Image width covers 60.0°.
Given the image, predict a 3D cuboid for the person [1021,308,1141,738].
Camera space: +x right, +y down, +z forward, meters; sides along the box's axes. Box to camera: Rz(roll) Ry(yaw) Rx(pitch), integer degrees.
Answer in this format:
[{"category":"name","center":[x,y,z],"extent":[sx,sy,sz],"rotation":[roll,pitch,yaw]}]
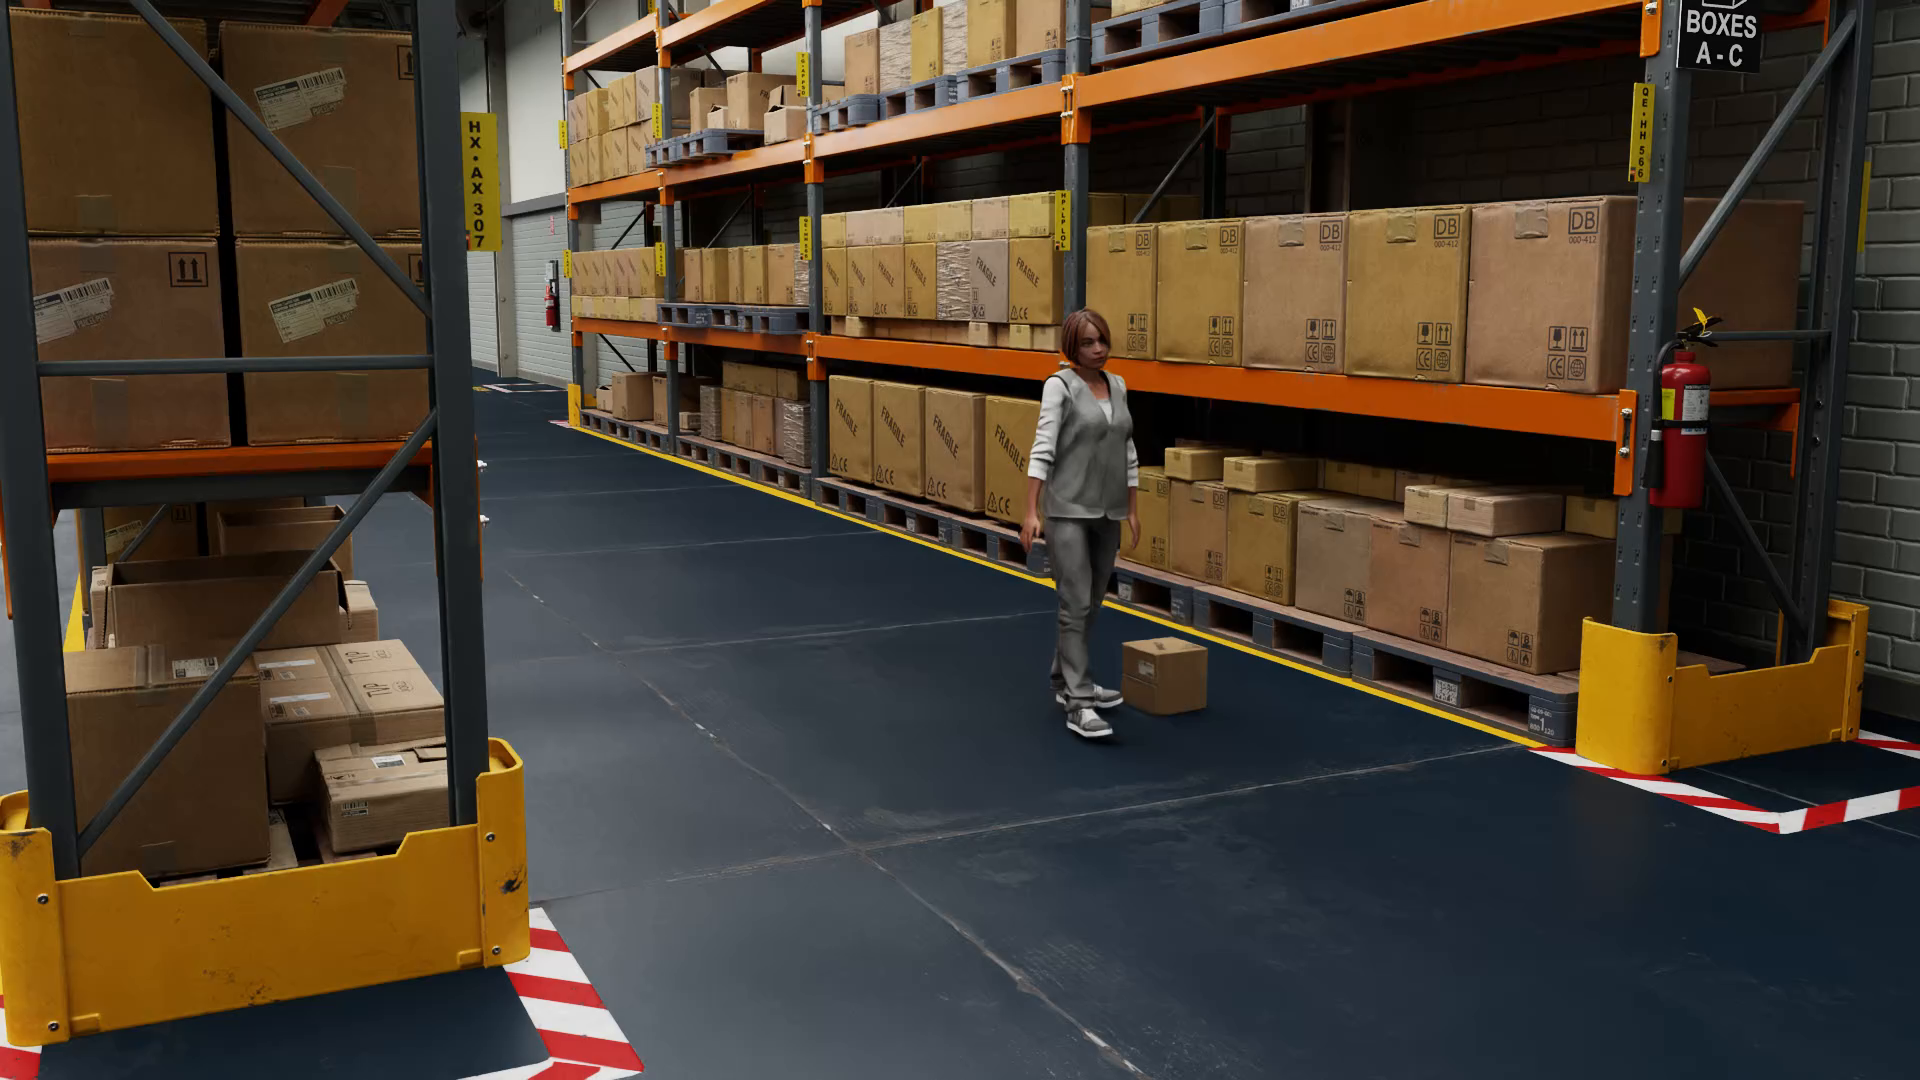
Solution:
[{"category":"person","center":[0.470,-0.080,6.306],"extent":[0.591,1.584,0.564],"rotation":[-6,11,-36]}]
